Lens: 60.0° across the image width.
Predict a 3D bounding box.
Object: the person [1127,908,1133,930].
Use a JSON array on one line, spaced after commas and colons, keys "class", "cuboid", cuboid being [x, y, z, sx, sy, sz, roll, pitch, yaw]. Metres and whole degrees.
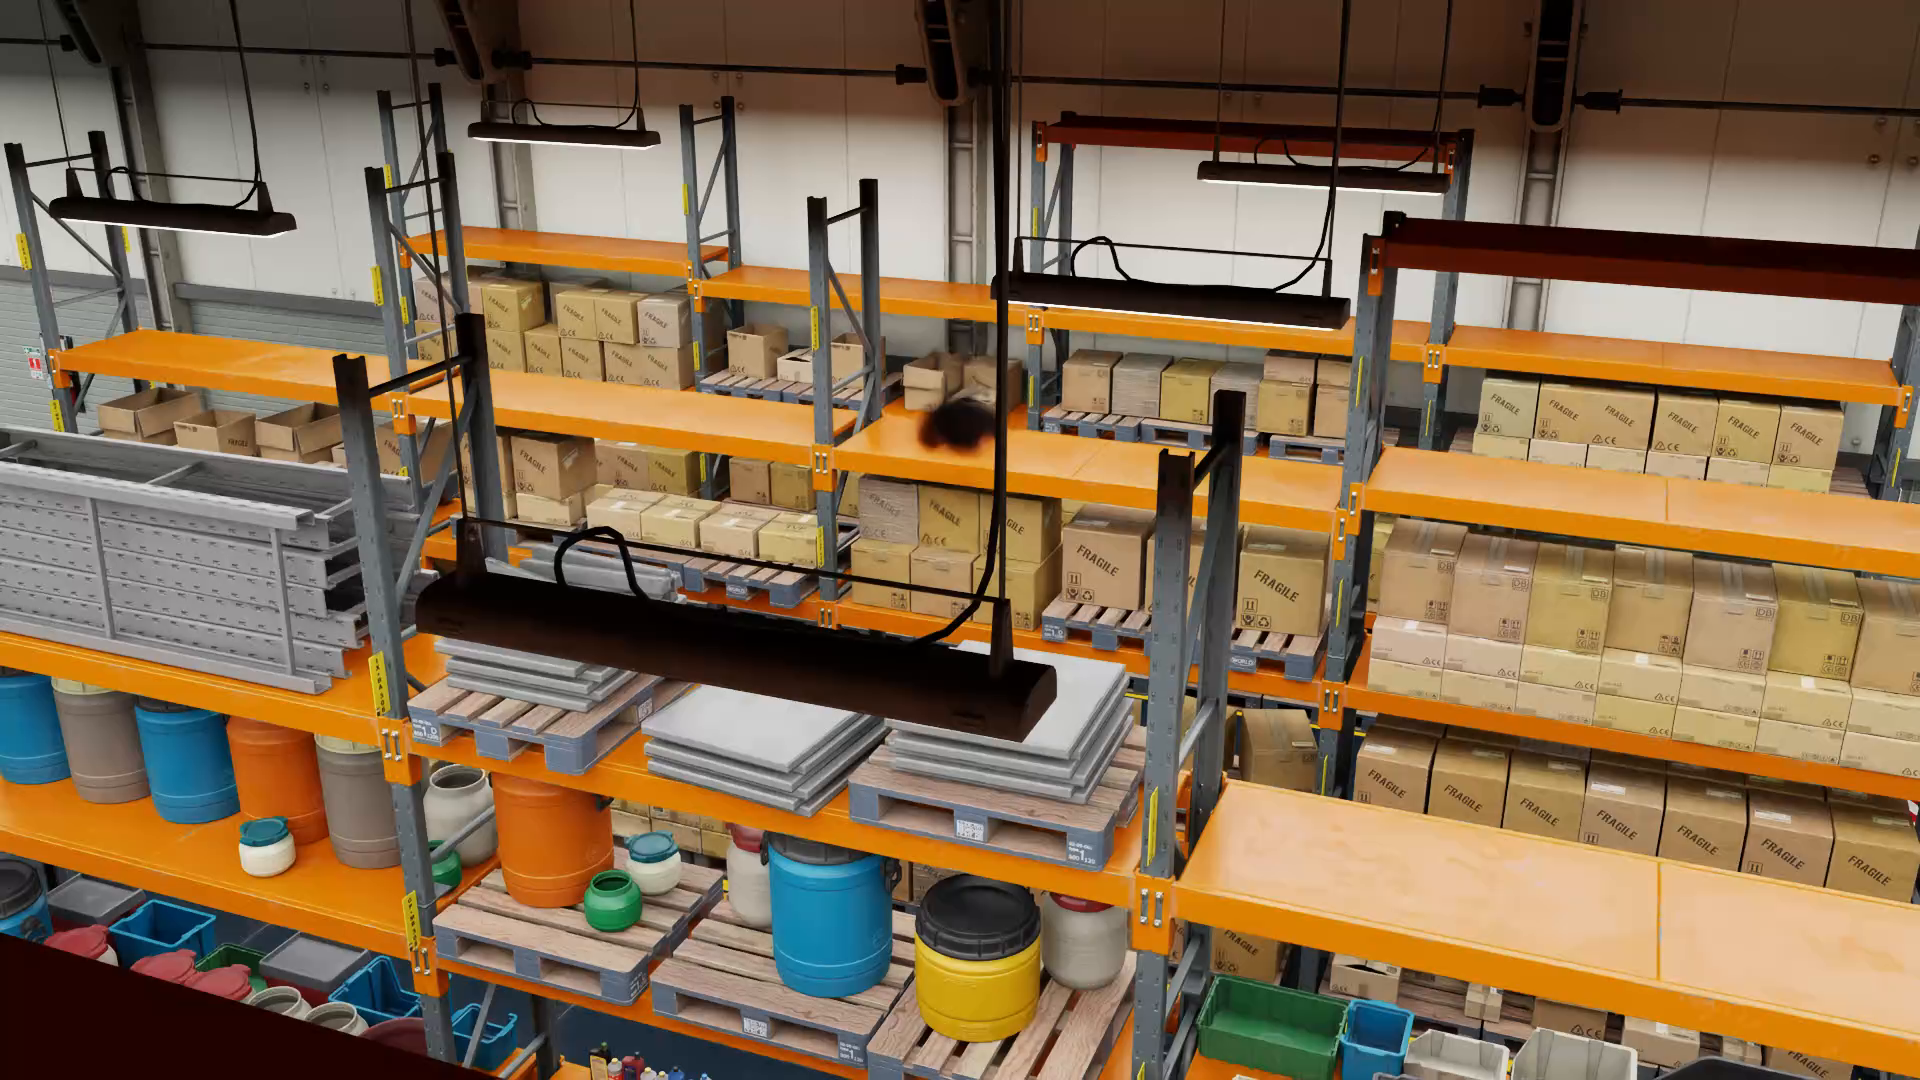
[{"class": "person", "cuboid": [1.029, 3.055, 12.018, 0.645, 1.646, 0.554, 6, 22, 14]}]
